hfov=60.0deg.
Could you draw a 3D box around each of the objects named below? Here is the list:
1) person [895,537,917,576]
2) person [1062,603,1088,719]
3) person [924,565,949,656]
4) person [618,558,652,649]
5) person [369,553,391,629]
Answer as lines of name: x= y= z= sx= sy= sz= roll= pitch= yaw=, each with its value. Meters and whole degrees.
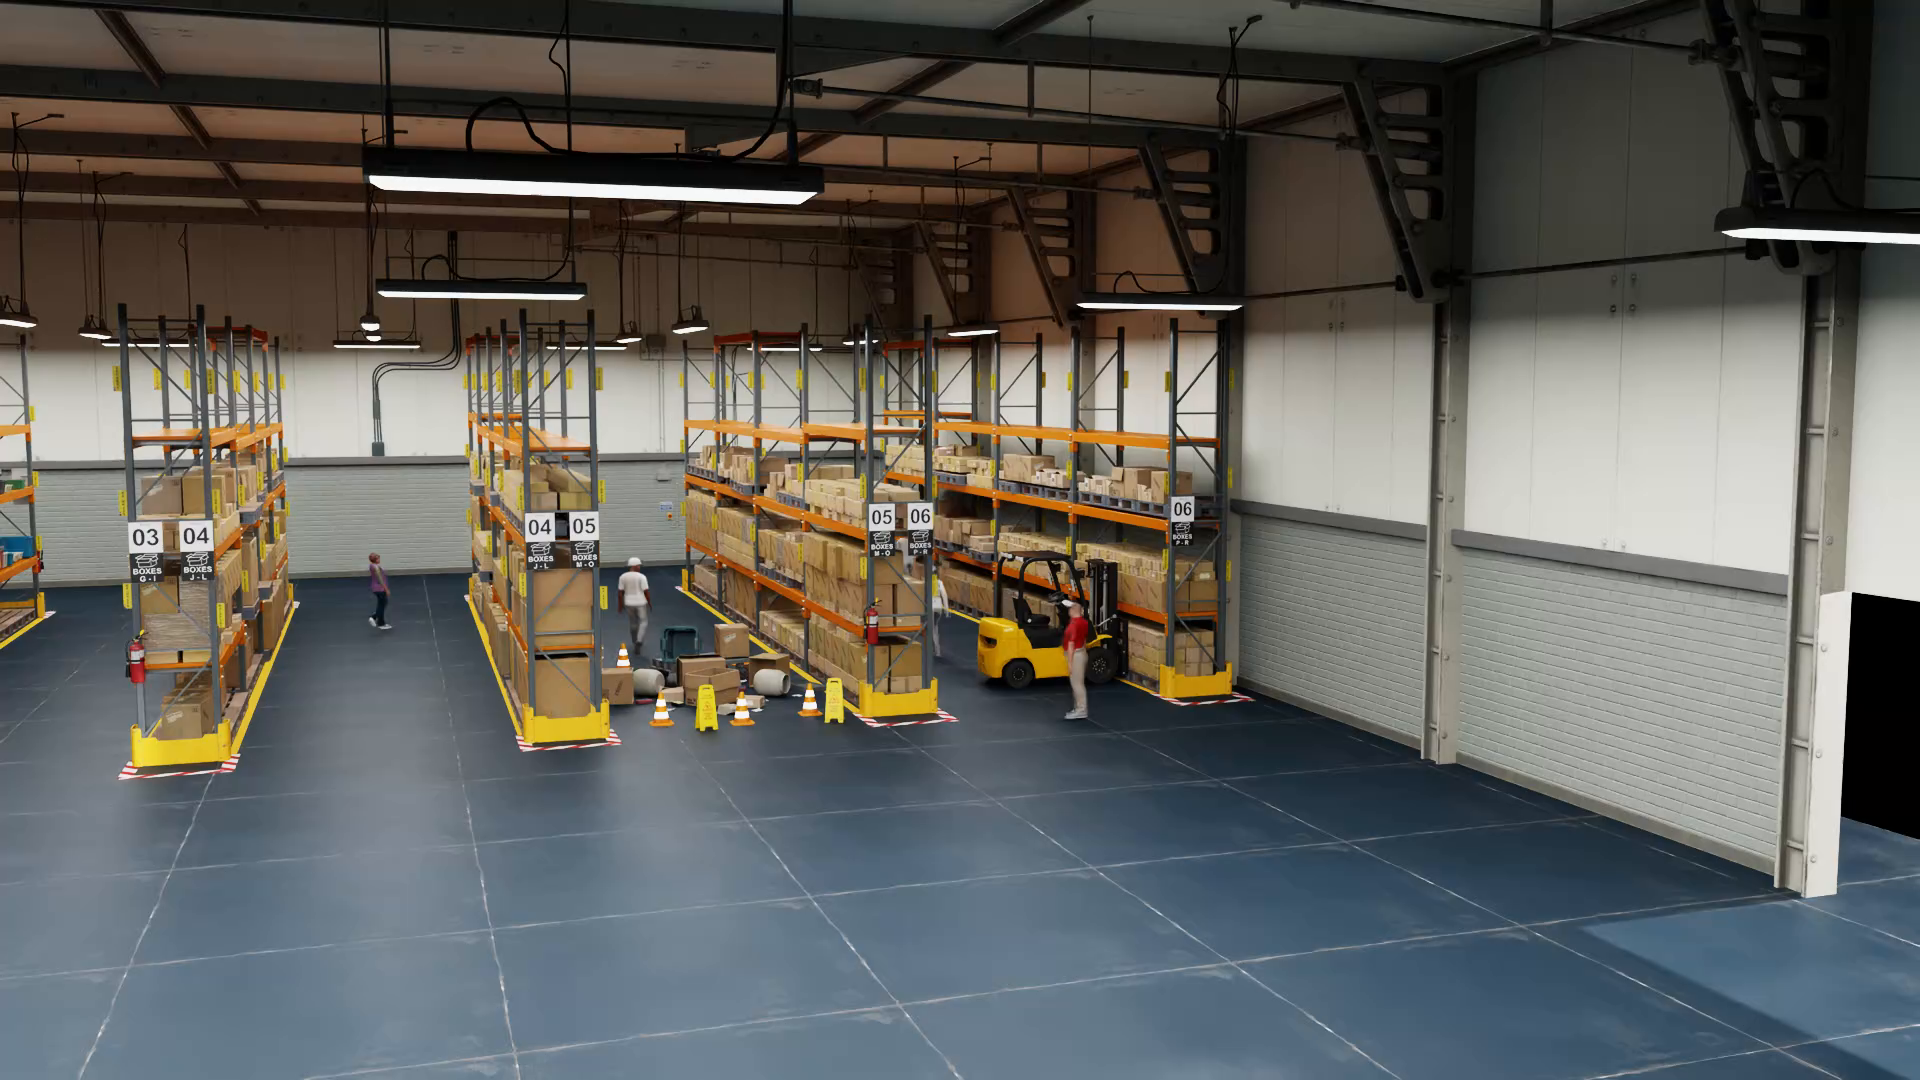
person: x=-1.164 y=0.562 z=35.156 sx=0.405 sy=1.745 sz=0.578 roll=-4 pitch=7 yaw=-36
person: x=1.724 y=1.803 z=24.818 sx=0.400 sy=1.763 sz=0.644 roll=1 pitch=5 yaw=9
person: x=-0.513 y=1.326 z=30.486 sx=0.516 sy=1.696 sz=0.710 roll=-2 pitch=6 yaw=-21
person: x=-6.089 y=1.196 z=31.146 sx=0.662 sy=1.748 sz=0.829 roll=1 pitch=5 yaw=6
person: x=-11.707 y=1.027 z=33.608 sx=0.430 sy=1.576 sz=0.447 roll=-4 pitch=7 yaw=-38
